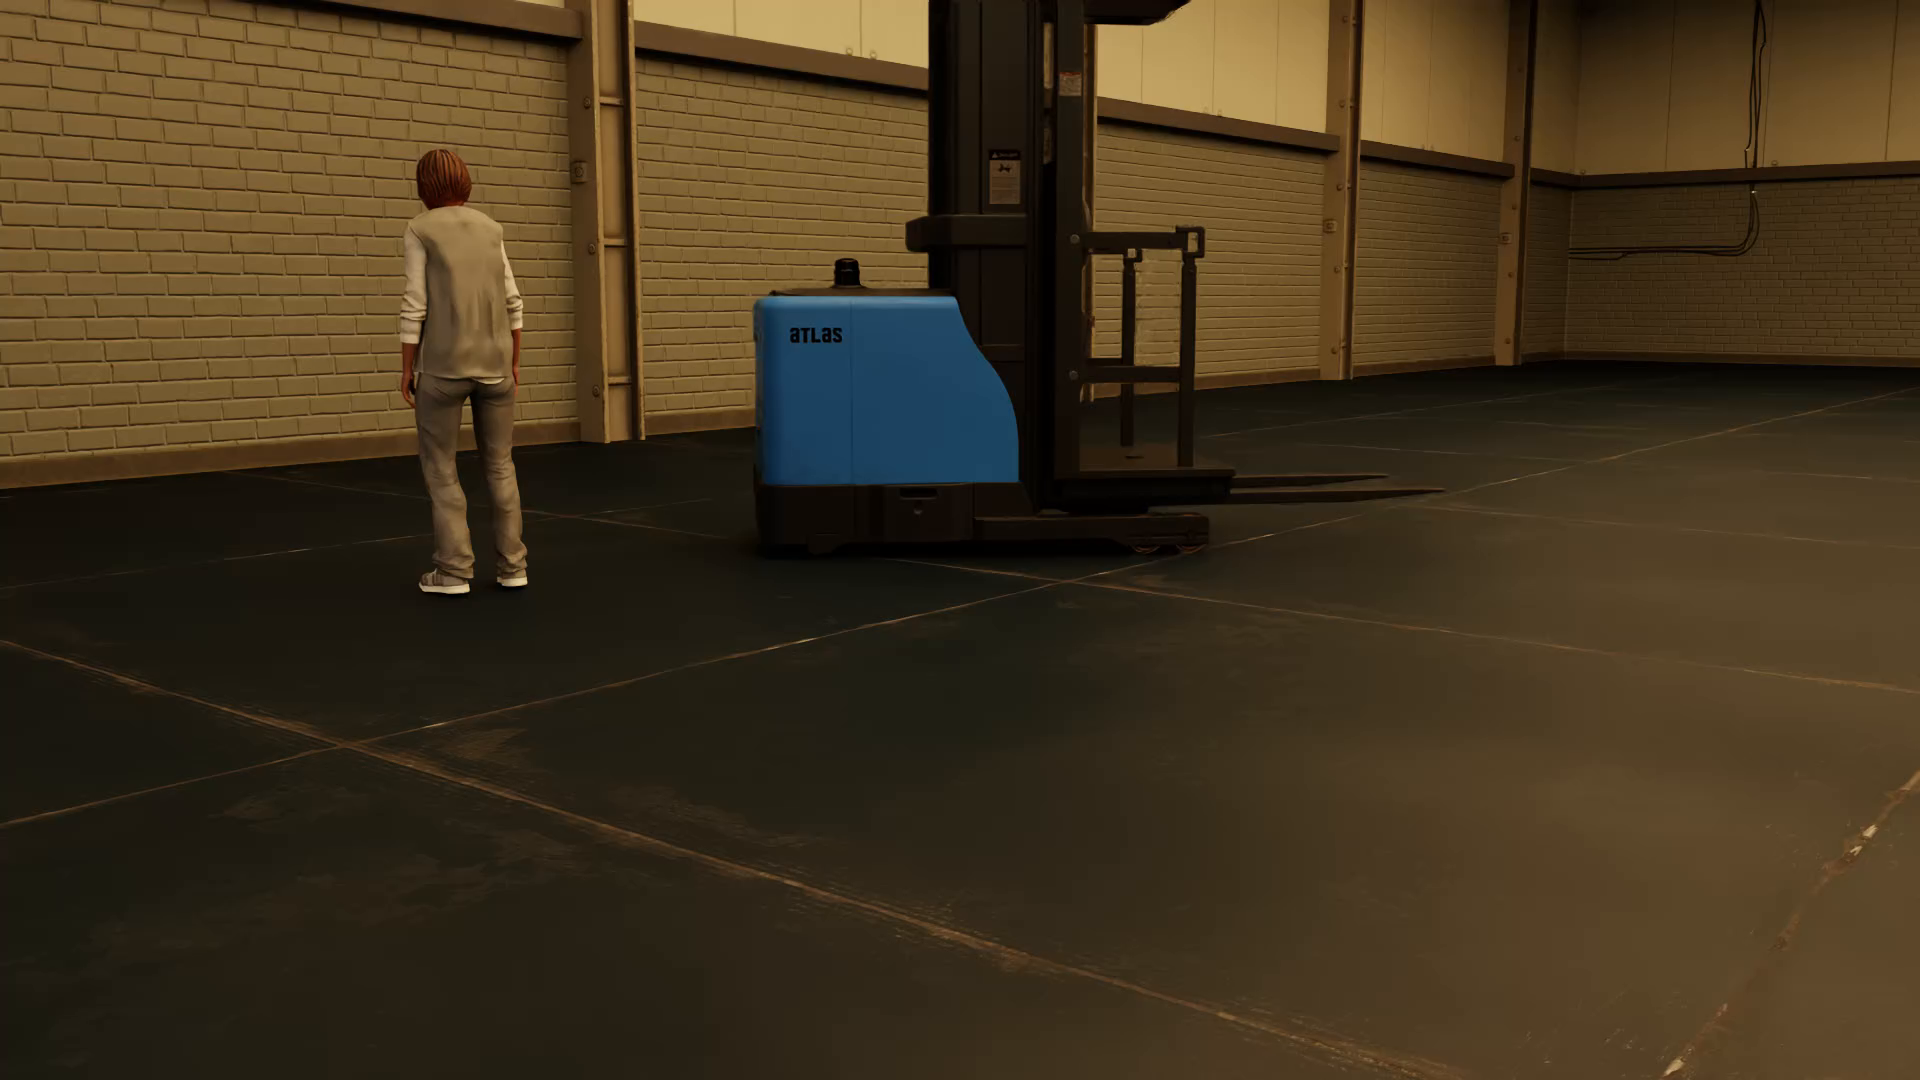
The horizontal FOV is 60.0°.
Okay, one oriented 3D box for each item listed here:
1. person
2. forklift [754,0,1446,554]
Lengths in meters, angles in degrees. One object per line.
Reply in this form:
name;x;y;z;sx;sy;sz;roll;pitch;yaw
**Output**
person;-1.792;-0.593;6.003;0.474;1.580;0.348;-7;11;-39
forklift;0.613;-1.467;7.305;3.031;2.935;1.130;-1;8;-9
